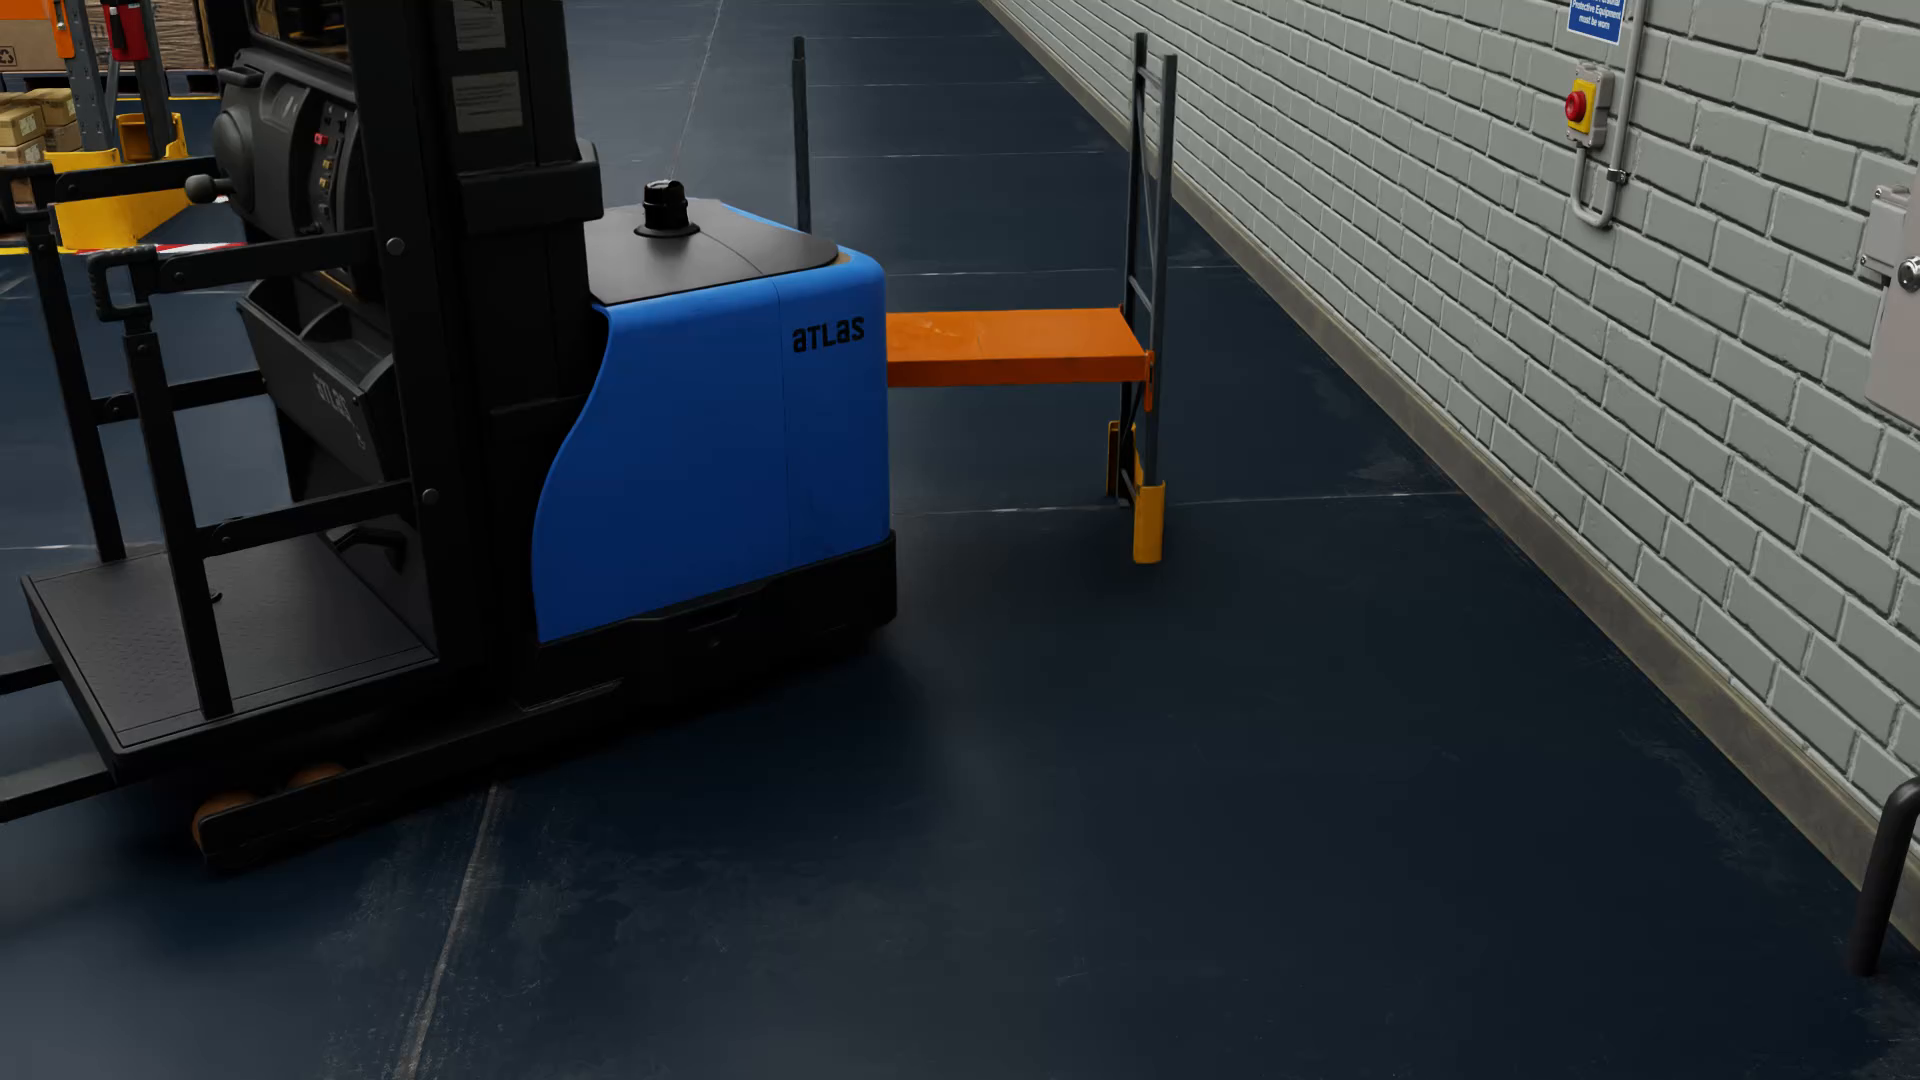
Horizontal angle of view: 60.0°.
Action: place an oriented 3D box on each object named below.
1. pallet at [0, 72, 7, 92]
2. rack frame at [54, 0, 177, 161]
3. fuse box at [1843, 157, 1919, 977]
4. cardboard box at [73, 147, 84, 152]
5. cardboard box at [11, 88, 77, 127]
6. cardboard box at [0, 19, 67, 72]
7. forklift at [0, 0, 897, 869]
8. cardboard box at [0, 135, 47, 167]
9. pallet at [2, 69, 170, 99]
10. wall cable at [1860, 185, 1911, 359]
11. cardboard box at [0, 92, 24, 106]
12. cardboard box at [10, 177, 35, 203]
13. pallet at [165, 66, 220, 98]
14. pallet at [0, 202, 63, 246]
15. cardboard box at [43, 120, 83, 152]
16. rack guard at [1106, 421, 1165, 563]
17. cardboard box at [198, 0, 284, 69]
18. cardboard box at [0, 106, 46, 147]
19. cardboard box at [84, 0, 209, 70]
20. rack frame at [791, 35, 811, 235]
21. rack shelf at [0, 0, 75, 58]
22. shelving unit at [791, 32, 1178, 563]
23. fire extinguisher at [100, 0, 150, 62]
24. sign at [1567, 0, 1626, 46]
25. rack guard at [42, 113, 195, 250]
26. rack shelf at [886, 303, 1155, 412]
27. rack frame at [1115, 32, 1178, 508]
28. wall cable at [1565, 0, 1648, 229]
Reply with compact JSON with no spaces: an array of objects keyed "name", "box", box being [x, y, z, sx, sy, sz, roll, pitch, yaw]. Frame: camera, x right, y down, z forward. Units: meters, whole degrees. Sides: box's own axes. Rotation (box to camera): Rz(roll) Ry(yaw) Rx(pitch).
[{"name":"pallet","box":[-8.088,-3.694,13.302,1.213,0.211,1.003,-2,24,-5]},{"name":"rack frame","box":[-4.485,-3.121,8.578,0.127,3.000,1.000,-2,24,-5]},{"name":"fuse box","box":[1.772,0.085,2.952,0.414,1.711,0.539,-2,24,-5]},{"name":"cardboard box","box":[-5.038,-2.118,9.316,0.250,0.149,0.380,-2,24,-4]},{"name":"cardboard box","box":[-5.040,-2.398,9.213,0.250,0.149,0.380,-3,24,-8]},{"name":"cardboard box","box":[-7.292,-4.221,13.152,0.875,0.875,0.875,-2,24,-5]},{"name":"forklift","box":[-1.660,-0.866,3.590,3.031,2.935,1.130,-17,29,-33]},{"name":"cardboard box","box":[-4.982,-2.009,8.704,0.250,0.149,0.380,-3,24,-7]},{"name":"pallet","box":[-6.871,-3.744,13.414,1.213,0.211,1.003,-2,24,-5]},{"name":"wall cable","box":[1.862,-1.250,3.118,0.122,1.984,0.588,-2,24,-5]},{"name":"cardboard box","box":[-5.302,-2.339,9.079,0.250,0.149,0.380,-2,24,-4]},{"name":"cardboard box","box":[-4.988,-1.905,8.835,0.250,0.149,0.380,-2,24,-4]},{"name":"pallet","box":[-5.660,-3.792,13.521,1.213,0.211,1.003,-2,24,-5]},{"name":"pallet","box":[-5.373,-1.825,9.097,1.213,0.211,1.003,-2,24,-5]},{"name":"cardboard box","box":[-5.032,-2.229,9.198,0.250,0.149,0.380,-1,24,-3]},{"name":"rack guard","box":[0.557,-0.163,5.309,0.087,0.250,0.587,-2,24,-4]},{"name":"cardboard box","box":[-5.501,-4.293,13.314,0.875,0.875,0.875,-2,24,-5]},{"name":"cardboard box","box":[-4.987,-2.158,8.673,0.250,0.149,0.380,-2,24,-5]},{"name":"cardboard box","box":[-6.407,-4.256,13.232,0.875,0.875,0.875,-2,24,-5]},{"name":"rack frame","box":[-0.456,-0.702,4.982,0.032,1.500,0.500,-2,24,-4]},{"name":"rack shelf","box":[-6.475,-2.712,8.544,4.000,0.370,1.077,-2,24,-5]},{"name":"shelving unit","box":[0.060,-0.718,5.019,1.083,1.500,0.587,-2,24,-4]},{"name":"fire extinguisher","box":[-4.189,-2.738,8.272,0.183,0.674,0.296,-2,24,-5]},{"name":"sign","box":[1.767,-1.504,4.608,0.001,0.218,0.327,-2,24,-5]},{"name":"rack guard","box":[-4.561,-1.975,9.079,0.348,0.500,1.175,-2,24,-5]},{"name":"rack shelf","box":[0.051,-0.554,5.092,1.000,0.185,0.538,-2,24,-4]},{"name":"rack frame","box":[0.558,-0.734,5.056,0.032,1.500,0.500,-2,24,-4]},{"name":"wall cable","box":[1.711,-1.837,4.401,0.123,1.953,0.585,-2,24,-5]}]
